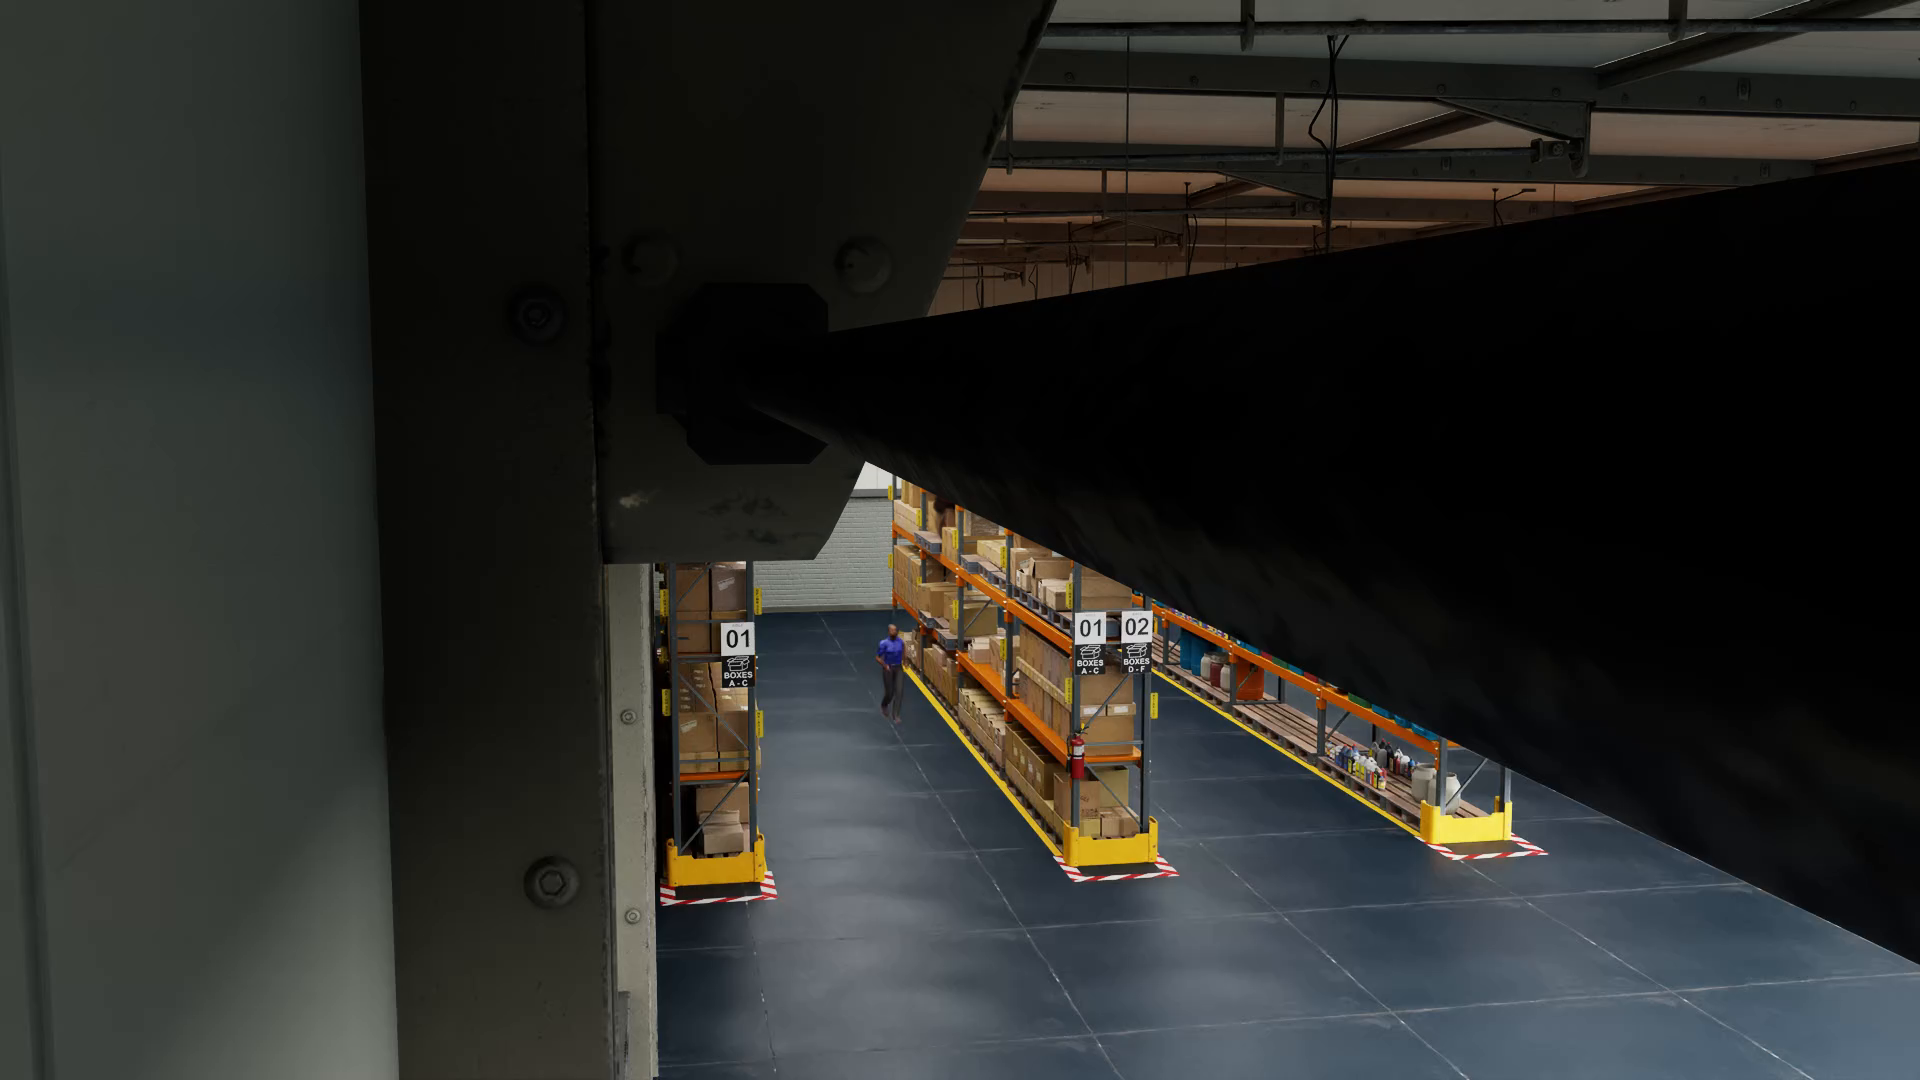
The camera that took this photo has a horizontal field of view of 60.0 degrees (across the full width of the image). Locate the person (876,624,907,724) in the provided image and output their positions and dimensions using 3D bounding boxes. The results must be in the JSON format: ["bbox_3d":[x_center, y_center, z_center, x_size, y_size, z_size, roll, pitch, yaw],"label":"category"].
[{"bbox_3d":[-1.120,2.224,27.899,0.579,1.650,0.685,-3,7,-23],"label":"person"}]
